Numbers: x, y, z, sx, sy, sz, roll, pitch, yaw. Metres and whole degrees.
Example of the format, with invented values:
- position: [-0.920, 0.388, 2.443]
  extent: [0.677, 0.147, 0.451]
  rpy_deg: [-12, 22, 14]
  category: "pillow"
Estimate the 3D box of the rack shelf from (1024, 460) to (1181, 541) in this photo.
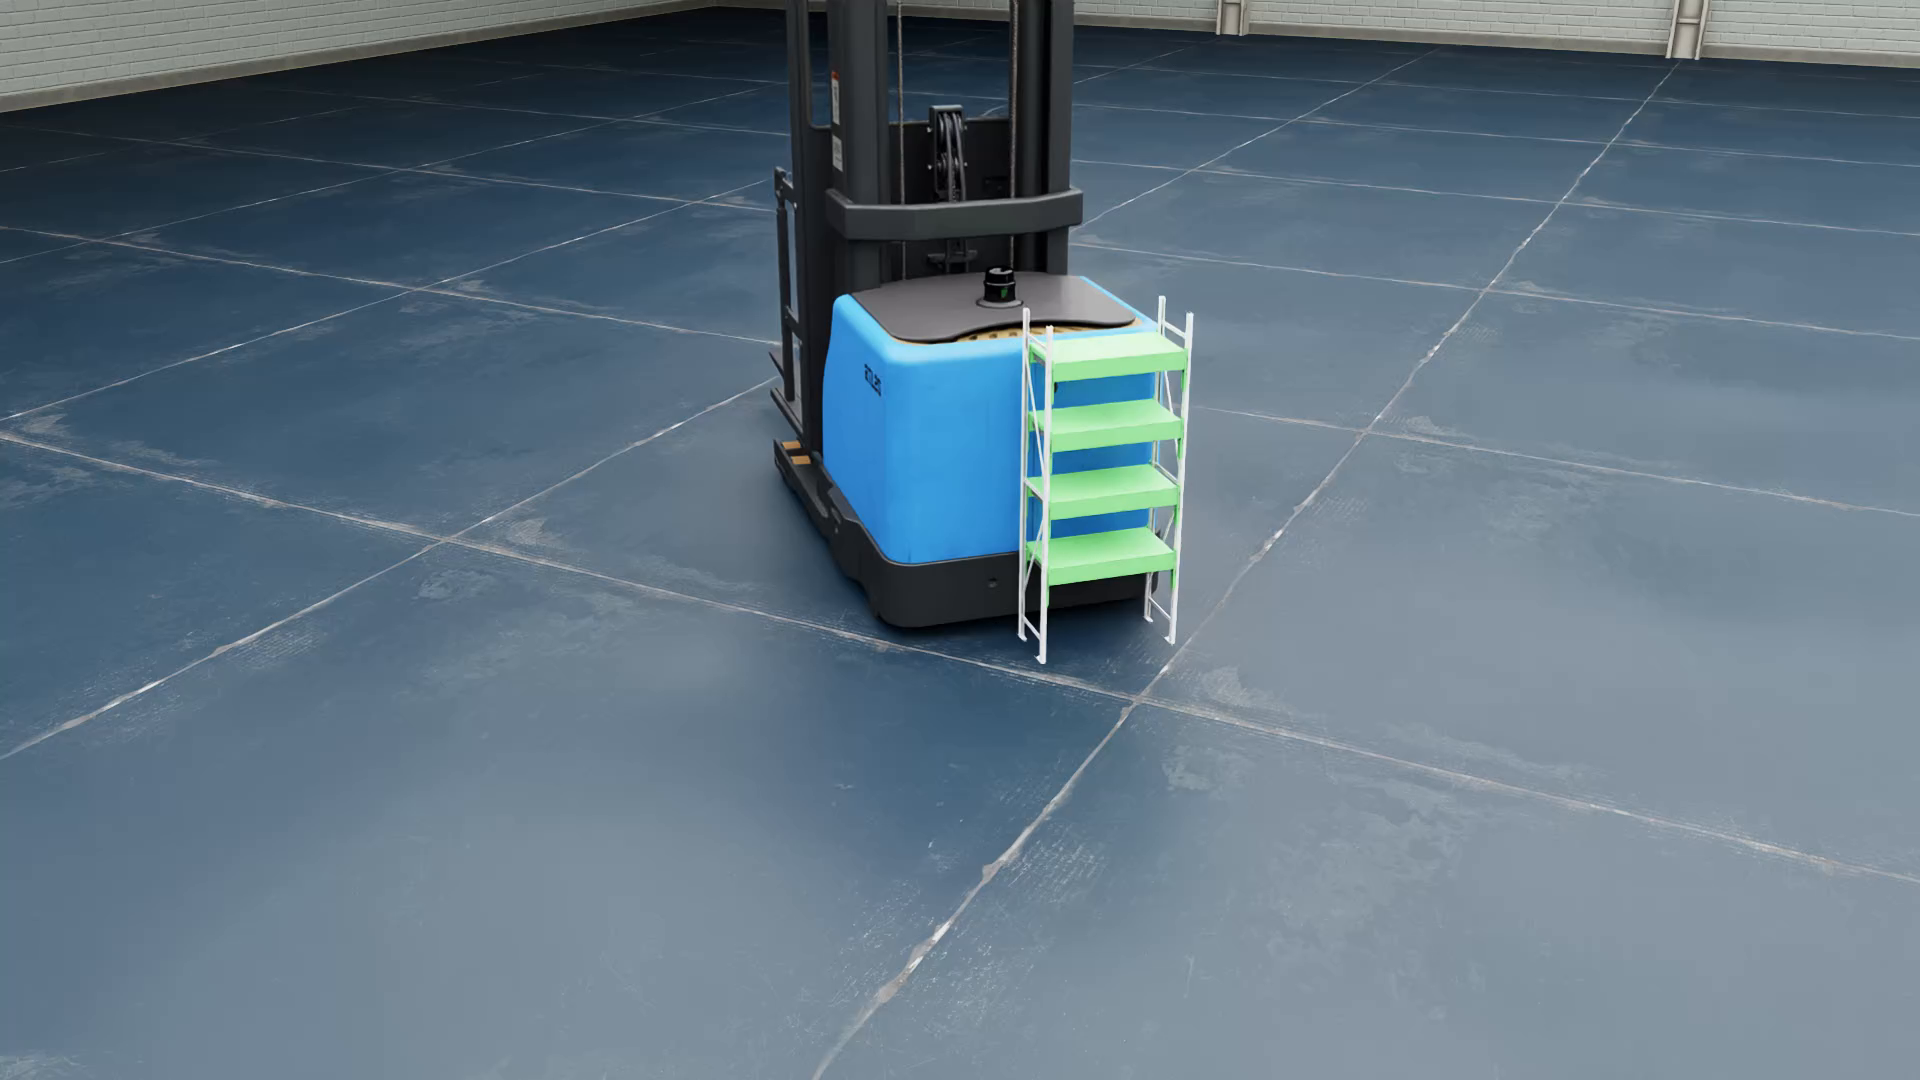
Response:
- position: [0.484, -0.138, 5.704]
  extent: [0.480, 0.148, 0.258]
  rpy_deg: [-7, 24, -16]
  category: "rack shelf"

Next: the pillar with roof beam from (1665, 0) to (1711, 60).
- position: [7.303, -8.807, 15.960]
  extent: [0.400, 9.000, 9.100]
  rpy_deg: [11, 25, 25]
  category: "pillar with roof beam"

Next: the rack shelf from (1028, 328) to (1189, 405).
- position: [0.484, -0.579, 5.516]
  extent: [0.480, 0.148, 0.258]
  rpy_deg: [-7, 24, -16]
  category: "rack shelf"

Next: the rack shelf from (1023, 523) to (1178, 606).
- position: [0.484, 0.083, 5.798]
  extent: [0.480, 0.148, 0.258]
  rpy_deg: [-7, 24, -16]
  category: "rack shelf"

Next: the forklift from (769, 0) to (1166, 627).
- position: [-0.193, -1.591, 6.745]
  extent: [1.130, 2.935, 3.031]
  rpy_deg: [-7, 24, -16]
  category: "forklift"

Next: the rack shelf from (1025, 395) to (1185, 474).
- position: [0.484, -0.359, 5.610]
  extent: [0.480, 0.148, 0.258]
  rpy_deg: [-7, 24, -16]
  category: "rack shelf"

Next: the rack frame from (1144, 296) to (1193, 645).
- position: [0.716, -0.226, 5.748]
  extent: [0.015, 1.200, 0.240]
  rpy_deg: [-7, 24, -16]
  category: "rack frame"

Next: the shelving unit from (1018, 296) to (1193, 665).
- position: [0.484, -0.197, 5.679]
  extent: [0.503, 1.200, 0.258]
  rpy_deg: [-7, 24, -16]
  category: "shelving unit"

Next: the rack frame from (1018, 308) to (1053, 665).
- position: [0.252, -0.167, 5.610]
  extent: [0.015, 1.200, 0.240]
  rpy_deg: [-7, 24, -16]
  category: "rack frame"

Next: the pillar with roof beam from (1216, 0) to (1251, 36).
- position: [1.949, -9.866, 18.451]
  extent: [0.400, 9.000, 9.100]
  rpy_deg: [11, 25, 25]
  category: "pillar with roof beam"
